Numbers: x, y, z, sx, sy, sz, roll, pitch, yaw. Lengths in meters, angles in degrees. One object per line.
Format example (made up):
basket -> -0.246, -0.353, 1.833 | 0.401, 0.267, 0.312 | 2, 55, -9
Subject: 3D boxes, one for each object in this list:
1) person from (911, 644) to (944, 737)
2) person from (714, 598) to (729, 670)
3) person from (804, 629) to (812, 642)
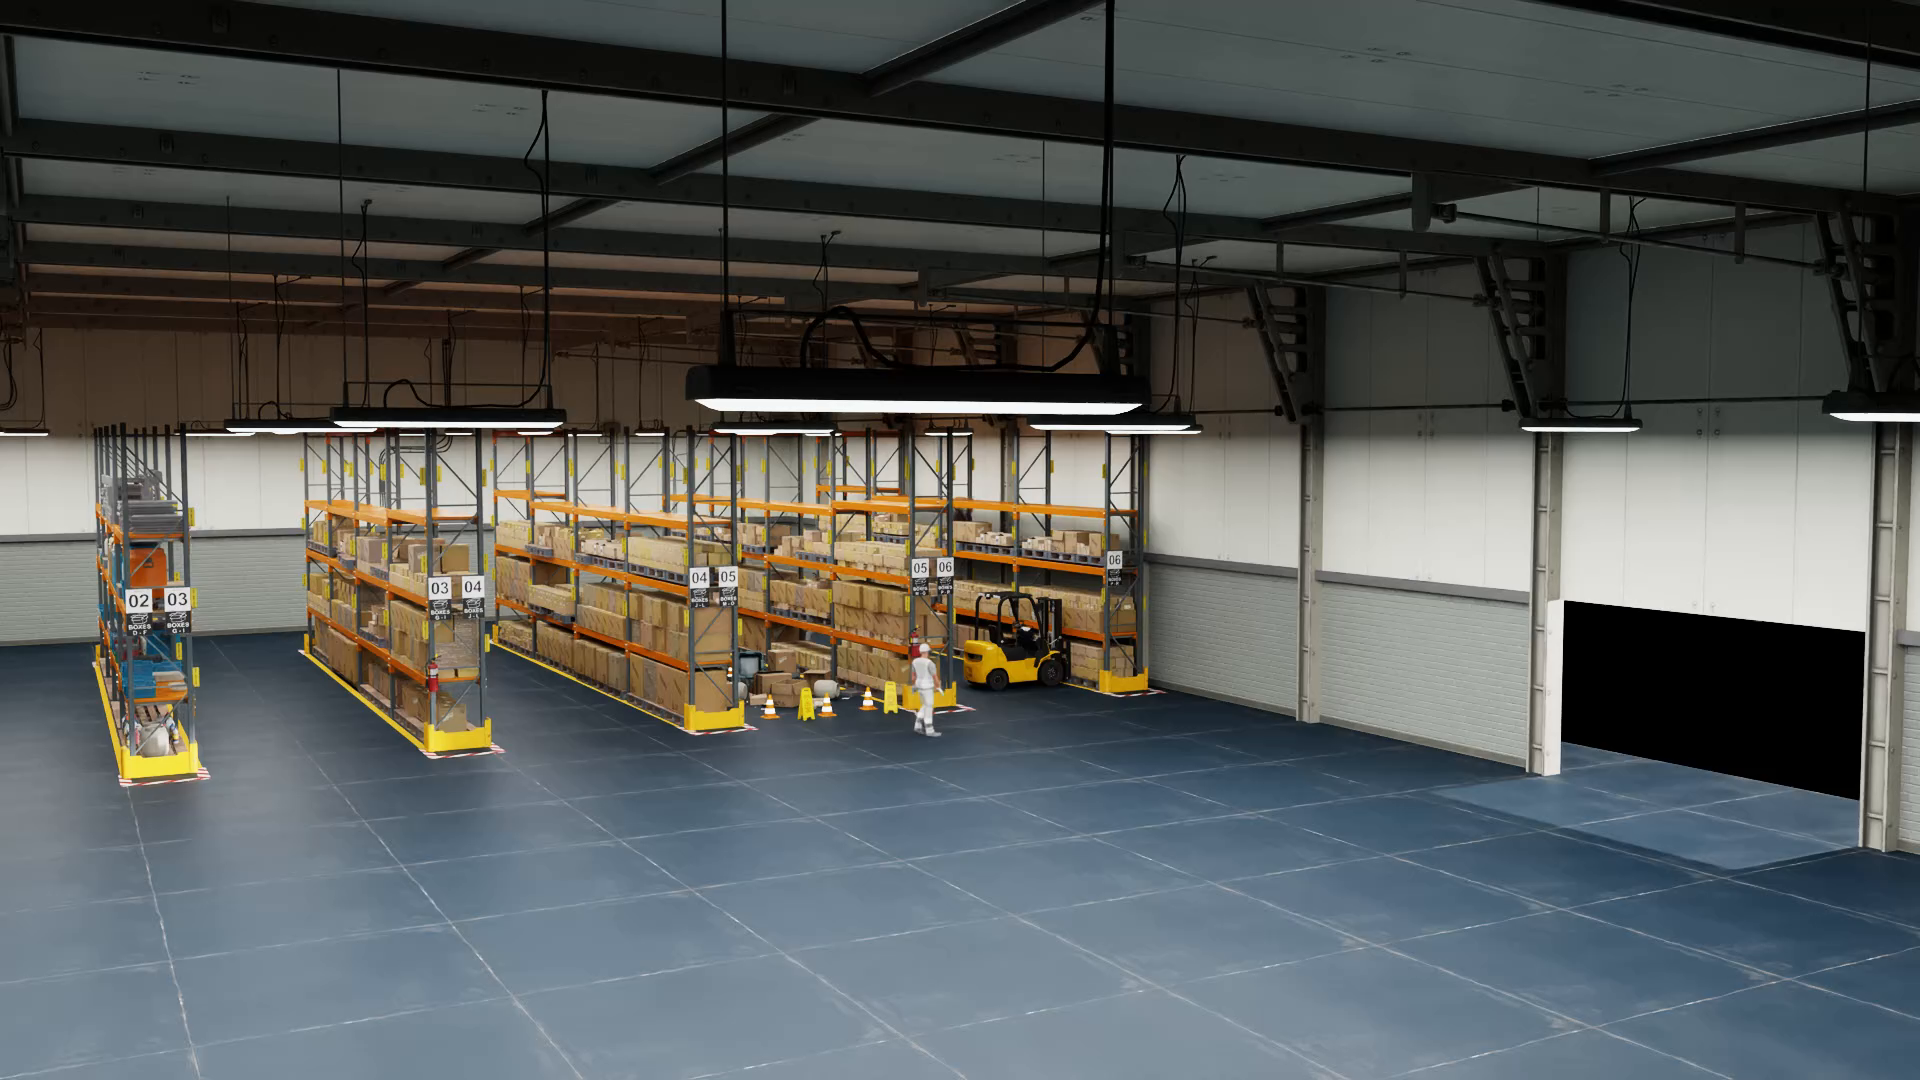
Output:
person -> -0.656, 2.890, 32.072 | 0.502, 1.810, 0.647 | -2, 4, -33
person -> -5.958, 2.328, 41.286 | 0.639, 1.791, 0.396 | 2, 4, 26
person -> -4.278, 2.013, 46.525 | 0.451, 1.777, 0.559 | -3, 5, -44
